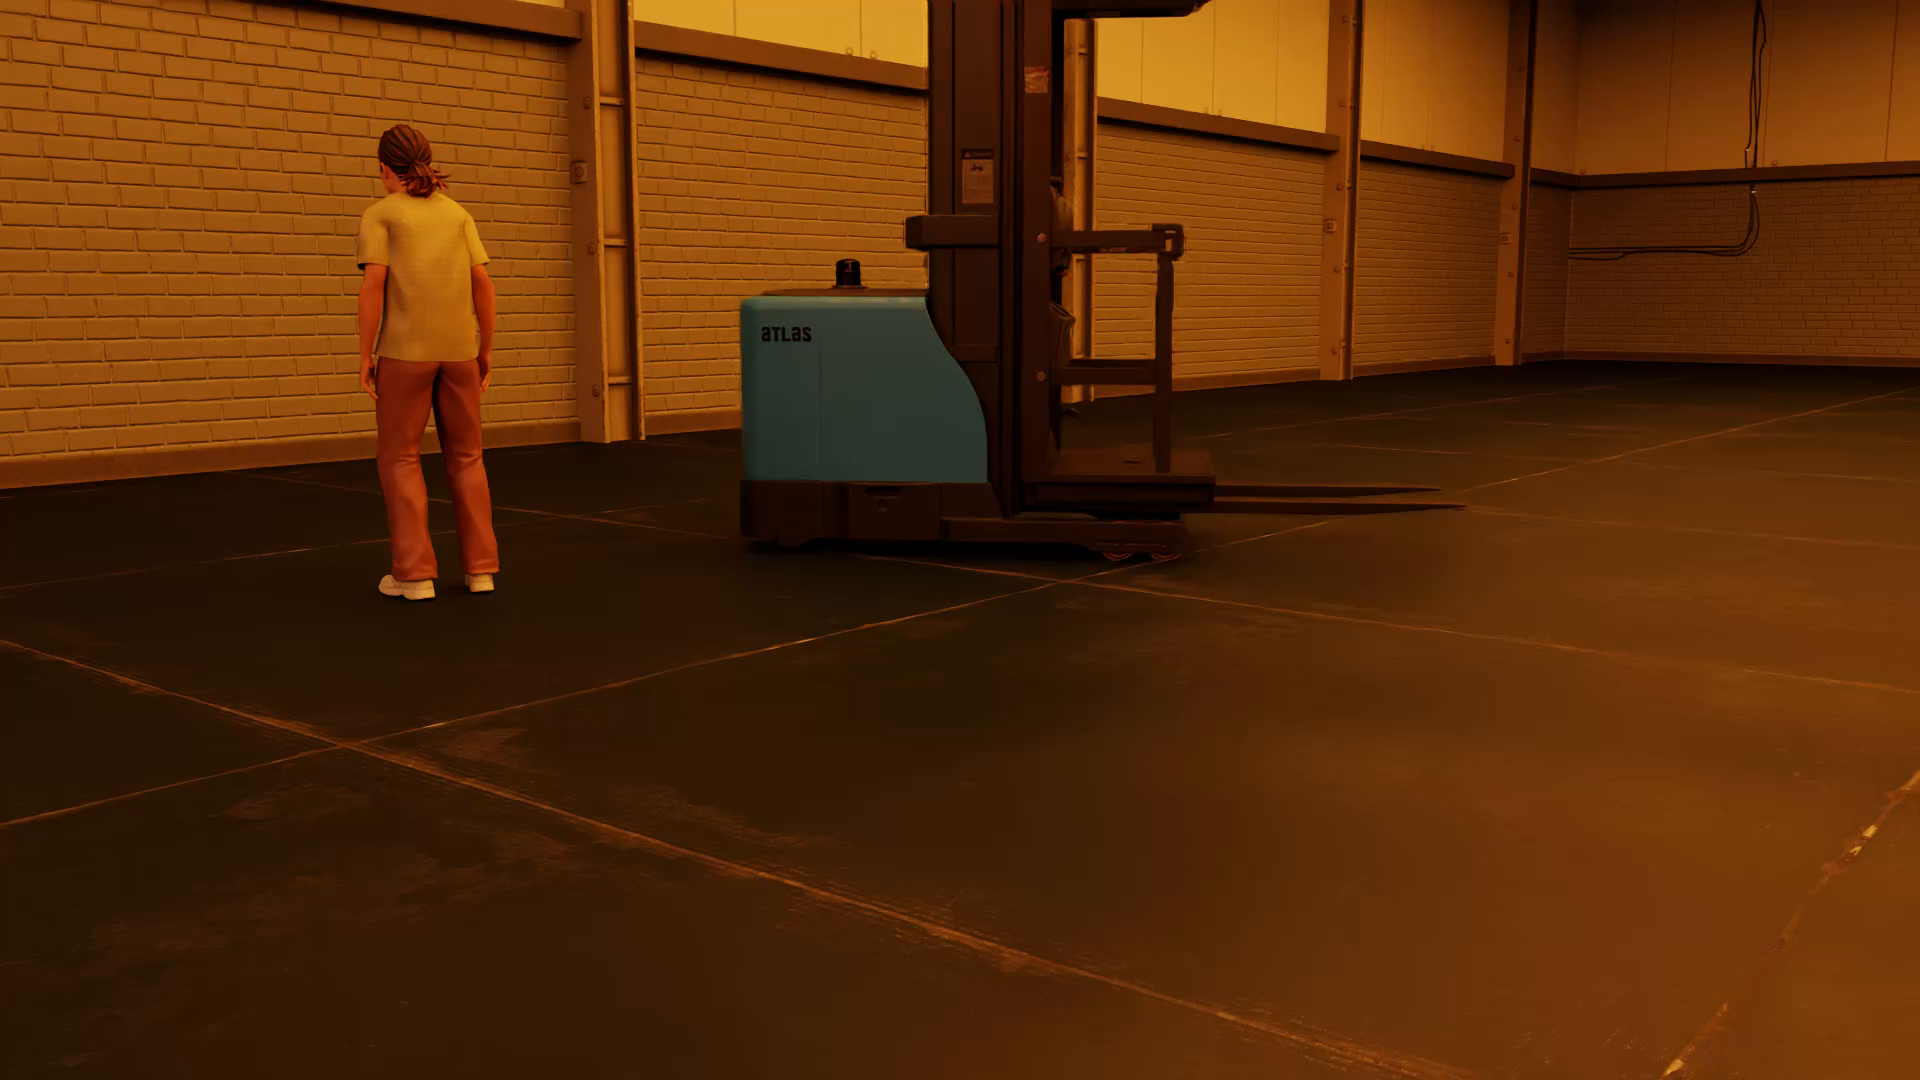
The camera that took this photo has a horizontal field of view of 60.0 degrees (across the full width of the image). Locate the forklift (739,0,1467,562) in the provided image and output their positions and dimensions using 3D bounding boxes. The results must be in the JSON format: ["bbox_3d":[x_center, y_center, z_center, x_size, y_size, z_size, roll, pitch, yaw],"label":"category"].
[{"bbox_3d":[0.617,-1.443,7.143,3.031,2.935,1.130,1,8,6],"label":"forklift"}]

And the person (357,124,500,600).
[{"bbox_3d":[-1.909,-0.630,5.942,0.507,1.671,0.360,-7,11,-39],"label":"person"}]
